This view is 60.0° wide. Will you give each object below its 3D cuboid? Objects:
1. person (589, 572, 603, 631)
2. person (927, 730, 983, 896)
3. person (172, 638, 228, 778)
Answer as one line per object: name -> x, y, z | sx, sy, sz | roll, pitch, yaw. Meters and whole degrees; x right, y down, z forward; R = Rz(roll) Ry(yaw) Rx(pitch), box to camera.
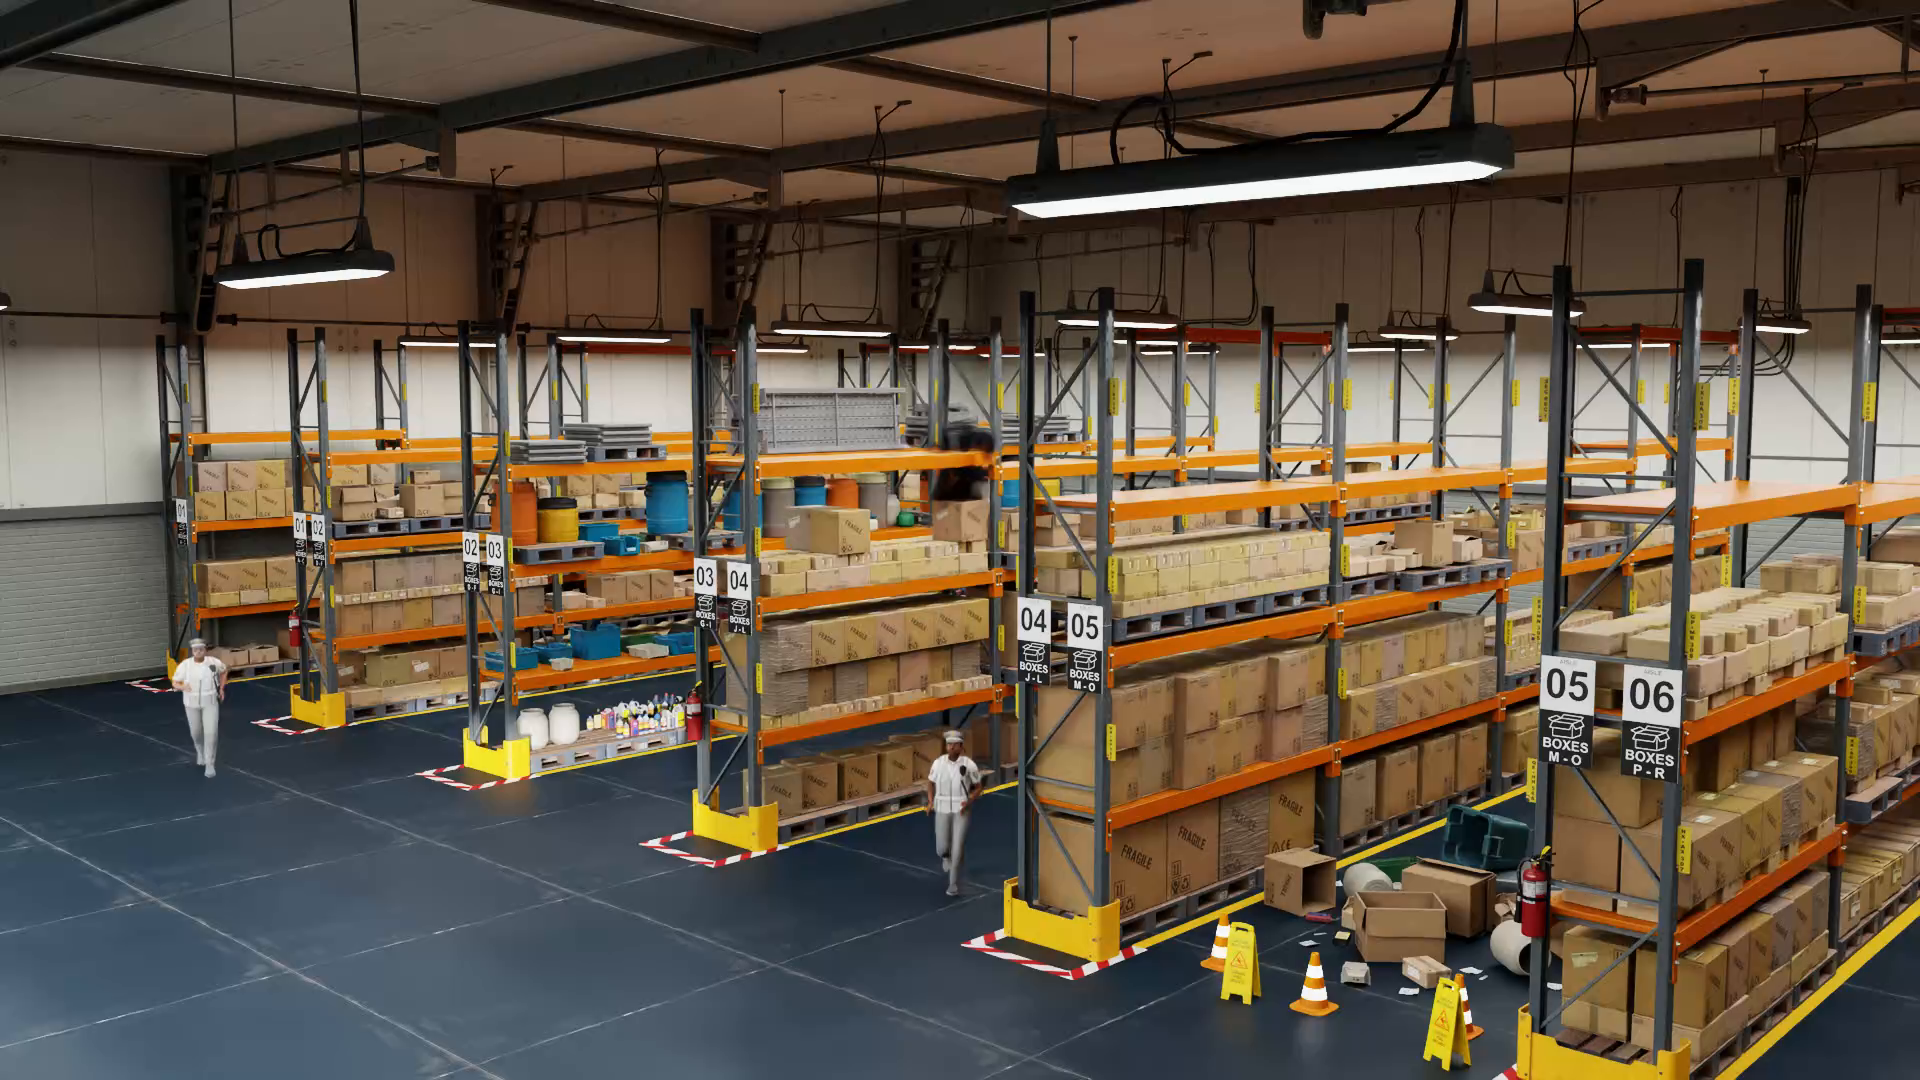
person -> -6.869, 1.416, 31.476 | 0.514, 1.631, 0.653 | 5, 7, 41
person -> -0.064, 2.729, 16.795 | 0.581, 1.660, 0.562 | 1, 5, 8
person -> -10.103, 2.189, 22.121 | 0.659, 1.805, 0.949 | -2, 6, -19
